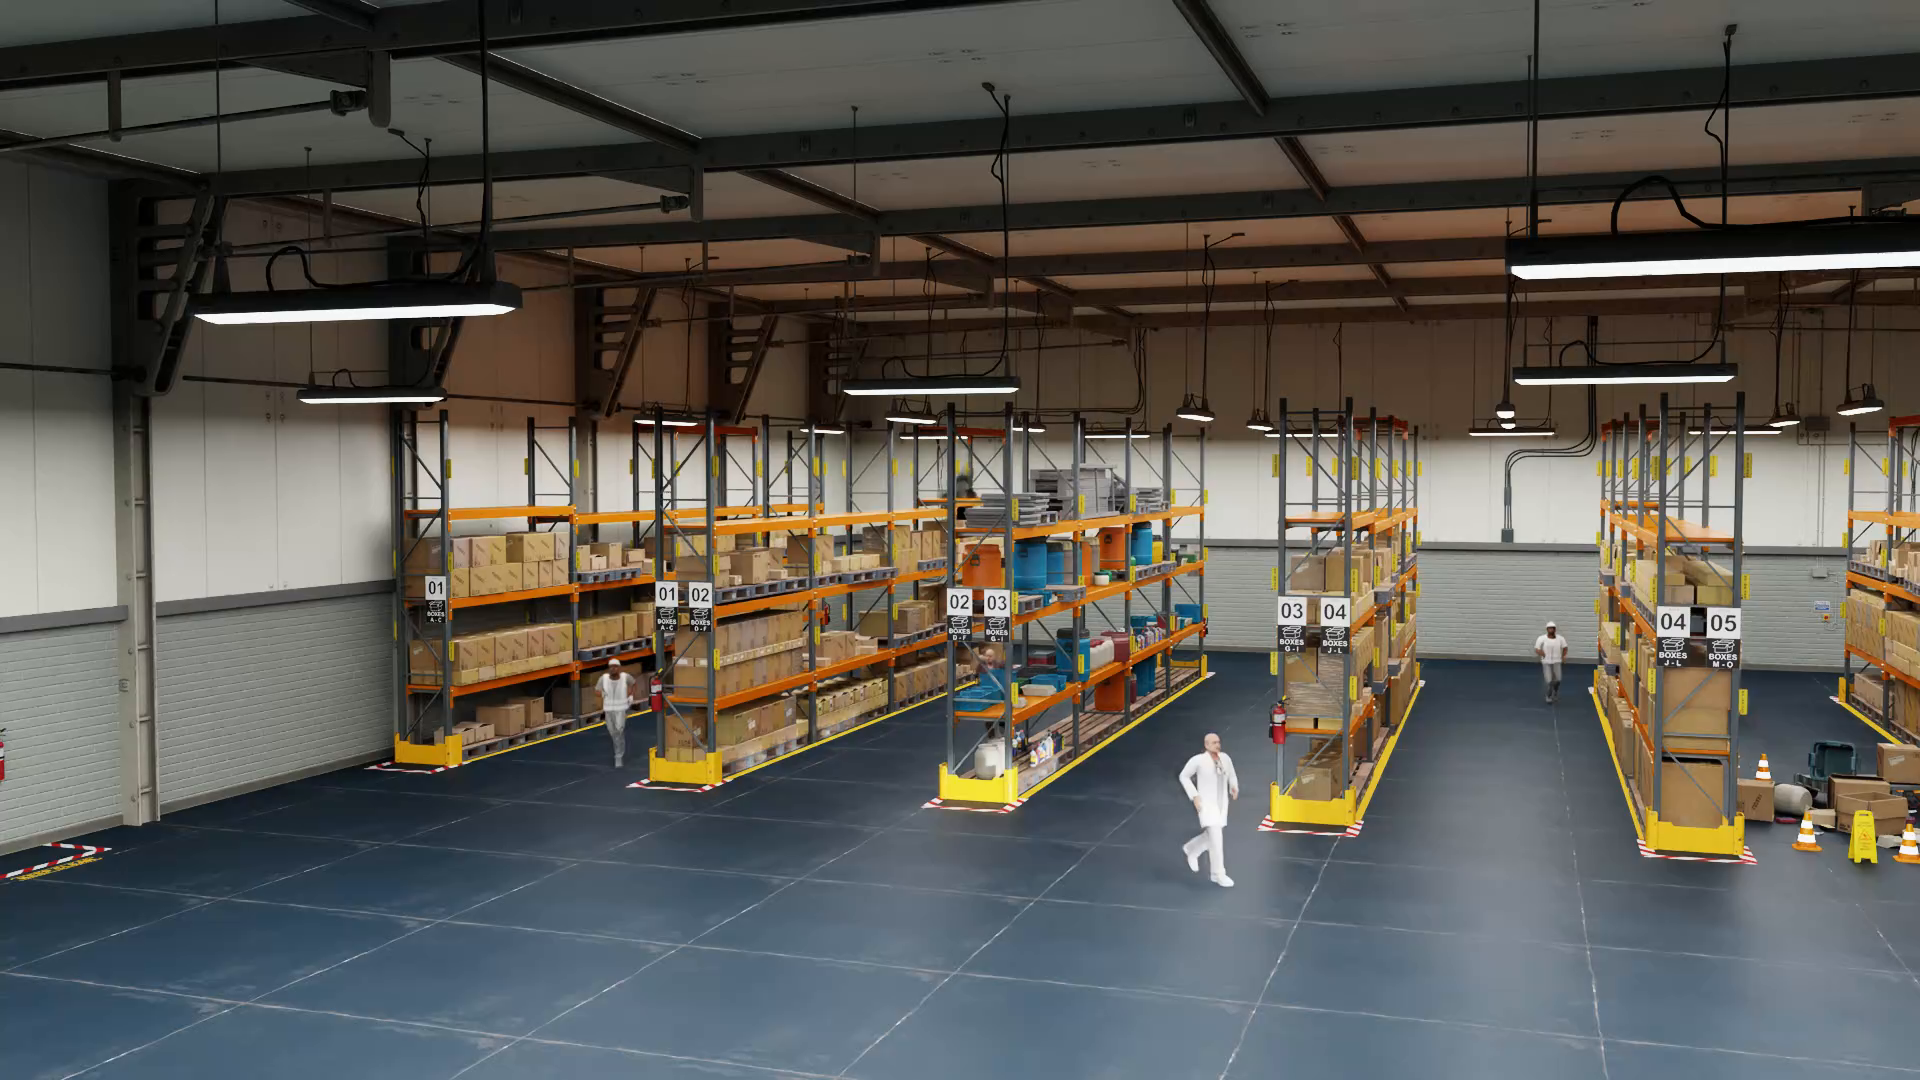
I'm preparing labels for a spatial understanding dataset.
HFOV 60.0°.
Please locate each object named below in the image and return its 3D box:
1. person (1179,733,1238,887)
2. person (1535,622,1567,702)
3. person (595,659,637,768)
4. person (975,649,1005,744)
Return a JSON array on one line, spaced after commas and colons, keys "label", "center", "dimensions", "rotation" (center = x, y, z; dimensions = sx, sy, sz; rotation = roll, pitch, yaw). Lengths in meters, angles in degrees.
[{"label": "person", "center": [3.032, 3.220, 20.124], "dimensions": [0.713, 1.759, 1.002], "rotation": [-2, 3, -32]}, {"label": "person", "center": [12.597, 2.609, 35.373], "dimensions": [0.686, 1.721, 0.593], "rotation": [0, 2, 11]}, {"label": "person", "center": [-5.859, 2.917, 28.239], "dimensions": [0.637, 1.837, 0.853], "rotation": [0, 2, 3]}, {"label": "person", "center": [0.639, 2.856, 30.468], "dimensions": [0.722, 1.788, 1.029], "rotation": [1, 3, 21]}]
